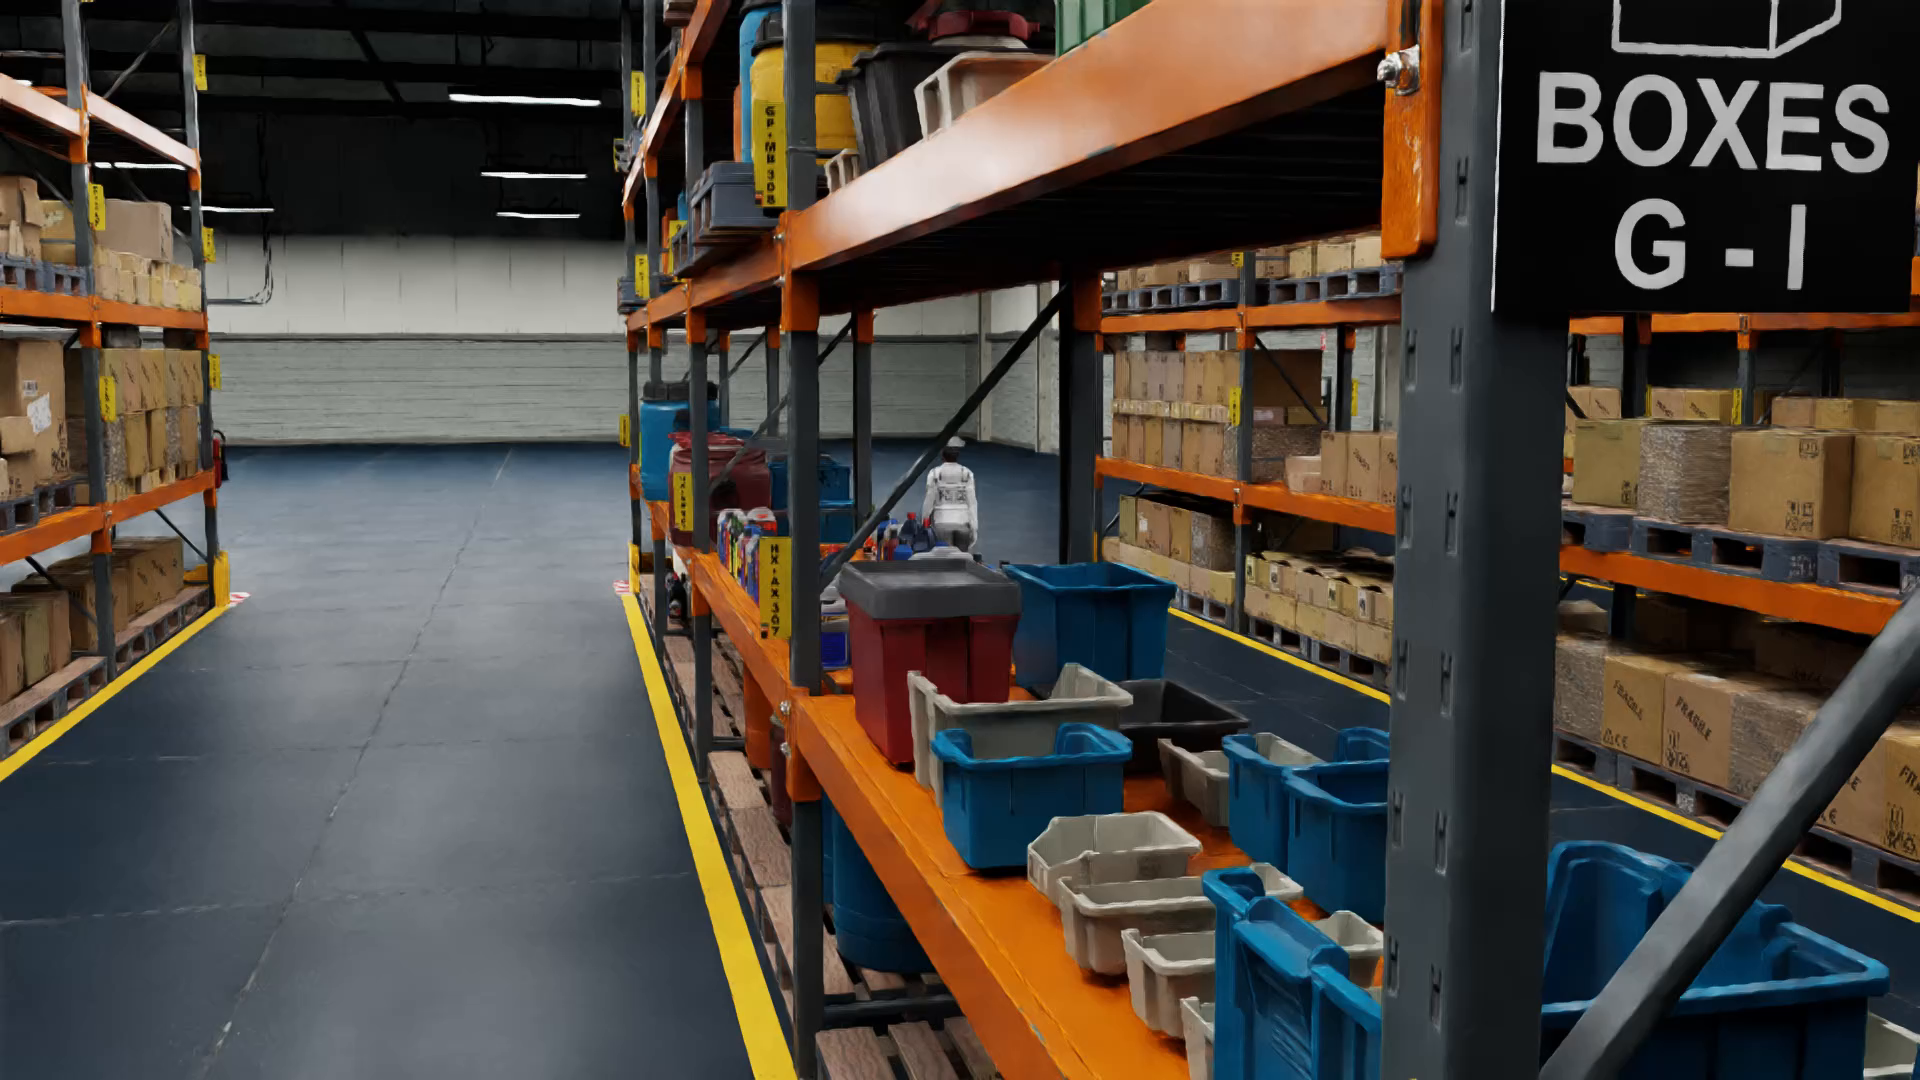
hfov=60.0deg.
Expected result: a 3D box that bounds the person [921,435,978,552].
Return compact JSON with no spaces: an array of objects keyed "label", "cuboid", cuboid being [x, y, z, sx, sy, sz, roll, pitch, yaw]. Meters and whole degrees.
[{"label":"person","cuboid":[-0.125,-0.118,15.029,0.482,1.674,0.686,-2,6,-16]}]
